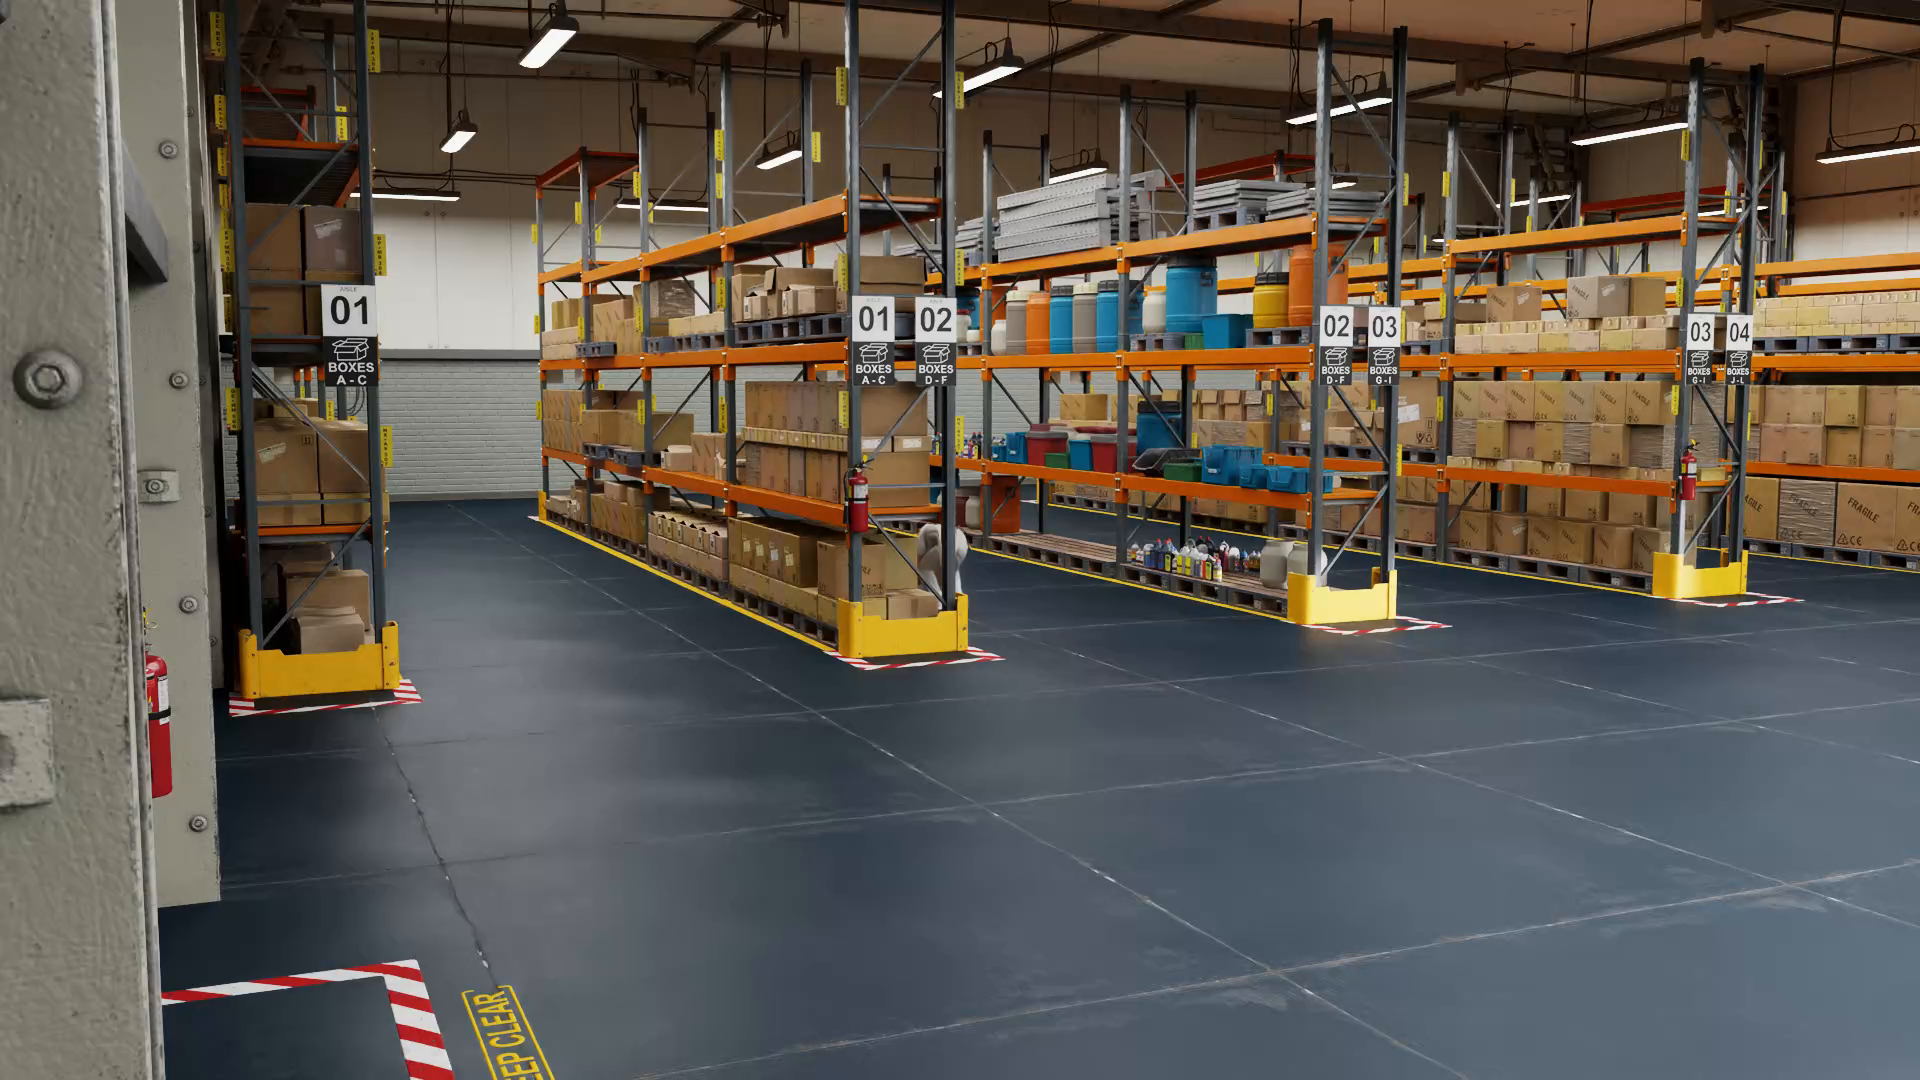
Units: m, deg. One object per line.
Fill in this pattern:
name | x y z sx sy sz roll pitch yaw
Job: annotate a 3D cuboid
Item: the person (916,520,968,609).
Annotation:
person | -0.231 0.256 18.109 0.475 0.949 0.865 -3 6 -28
